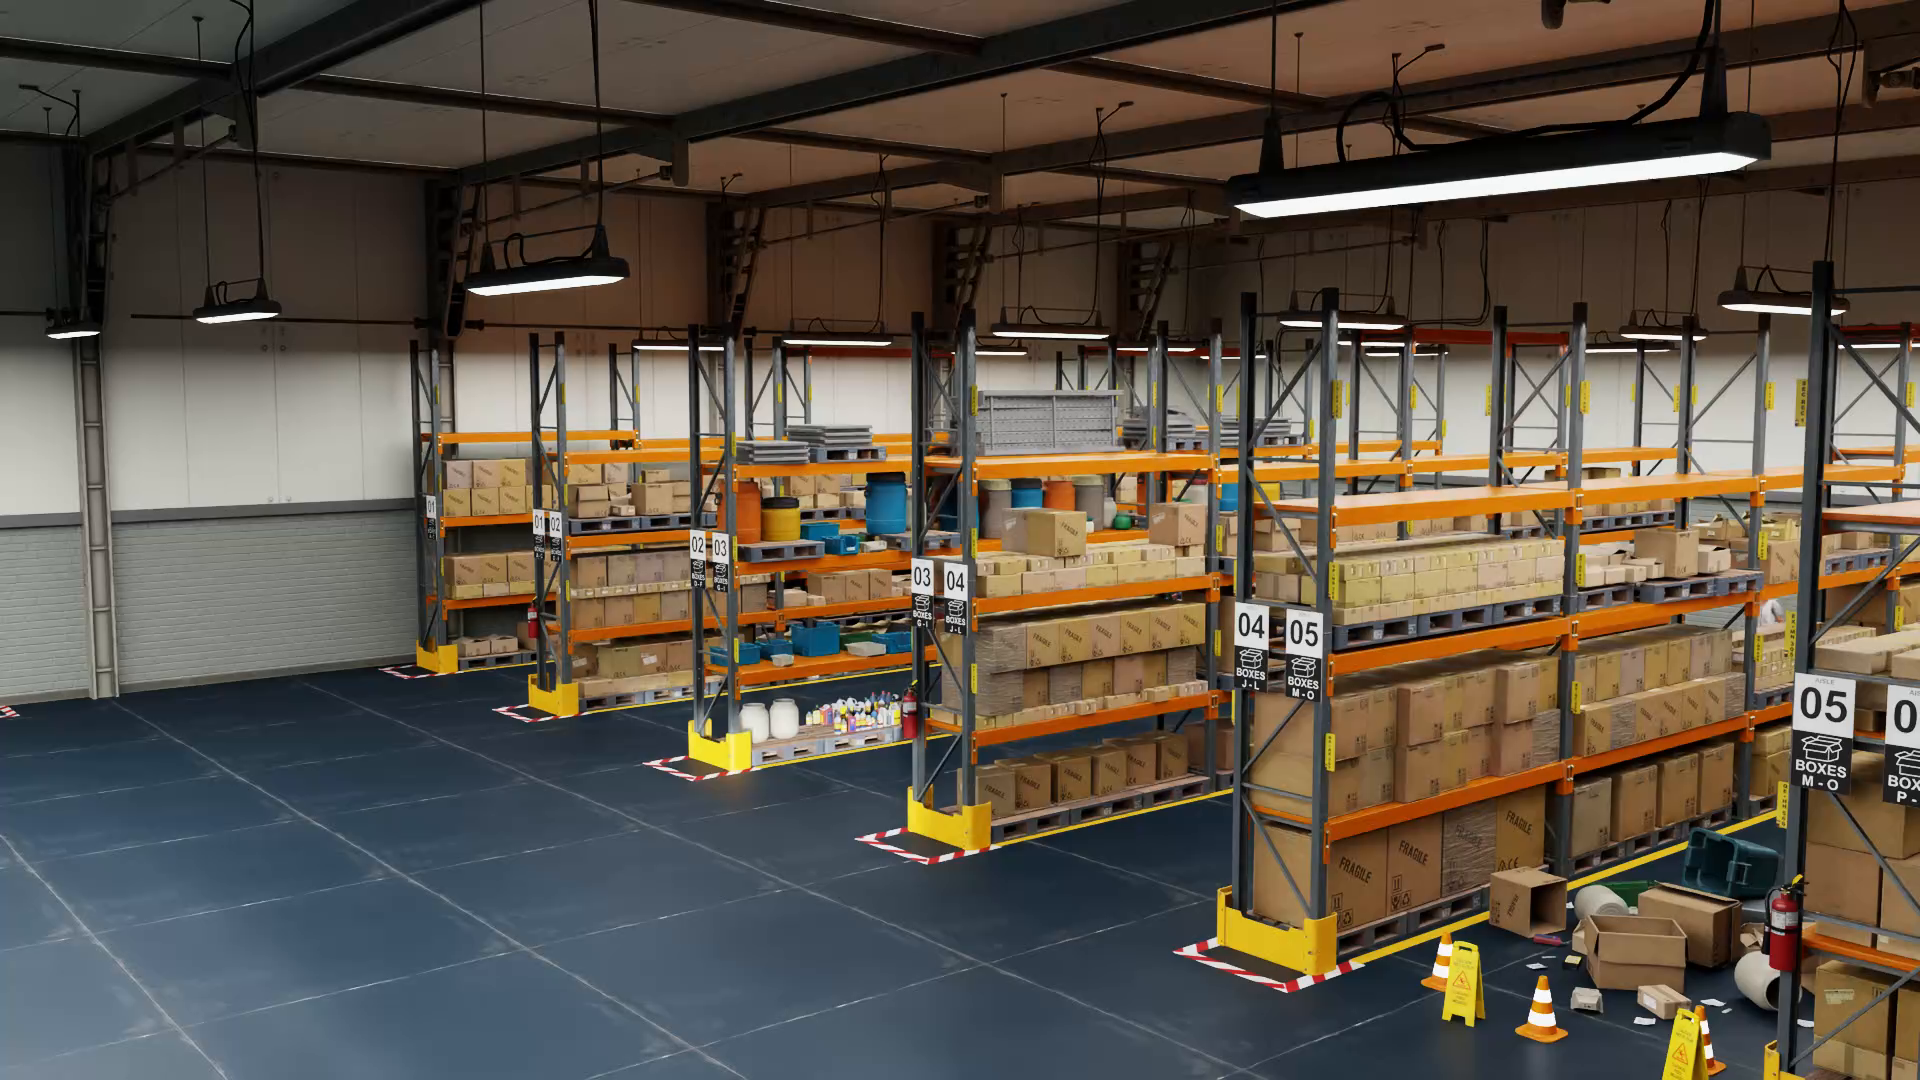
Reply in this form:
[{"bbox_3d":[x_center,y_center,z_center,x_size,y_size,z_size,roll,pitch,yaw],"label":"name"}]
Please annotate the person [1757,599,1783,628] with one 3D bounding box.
[{"bbox_3d":[13.792,1.636,28.544,0.677,1.796,0.462,4,7,38],"label":"person"}]
